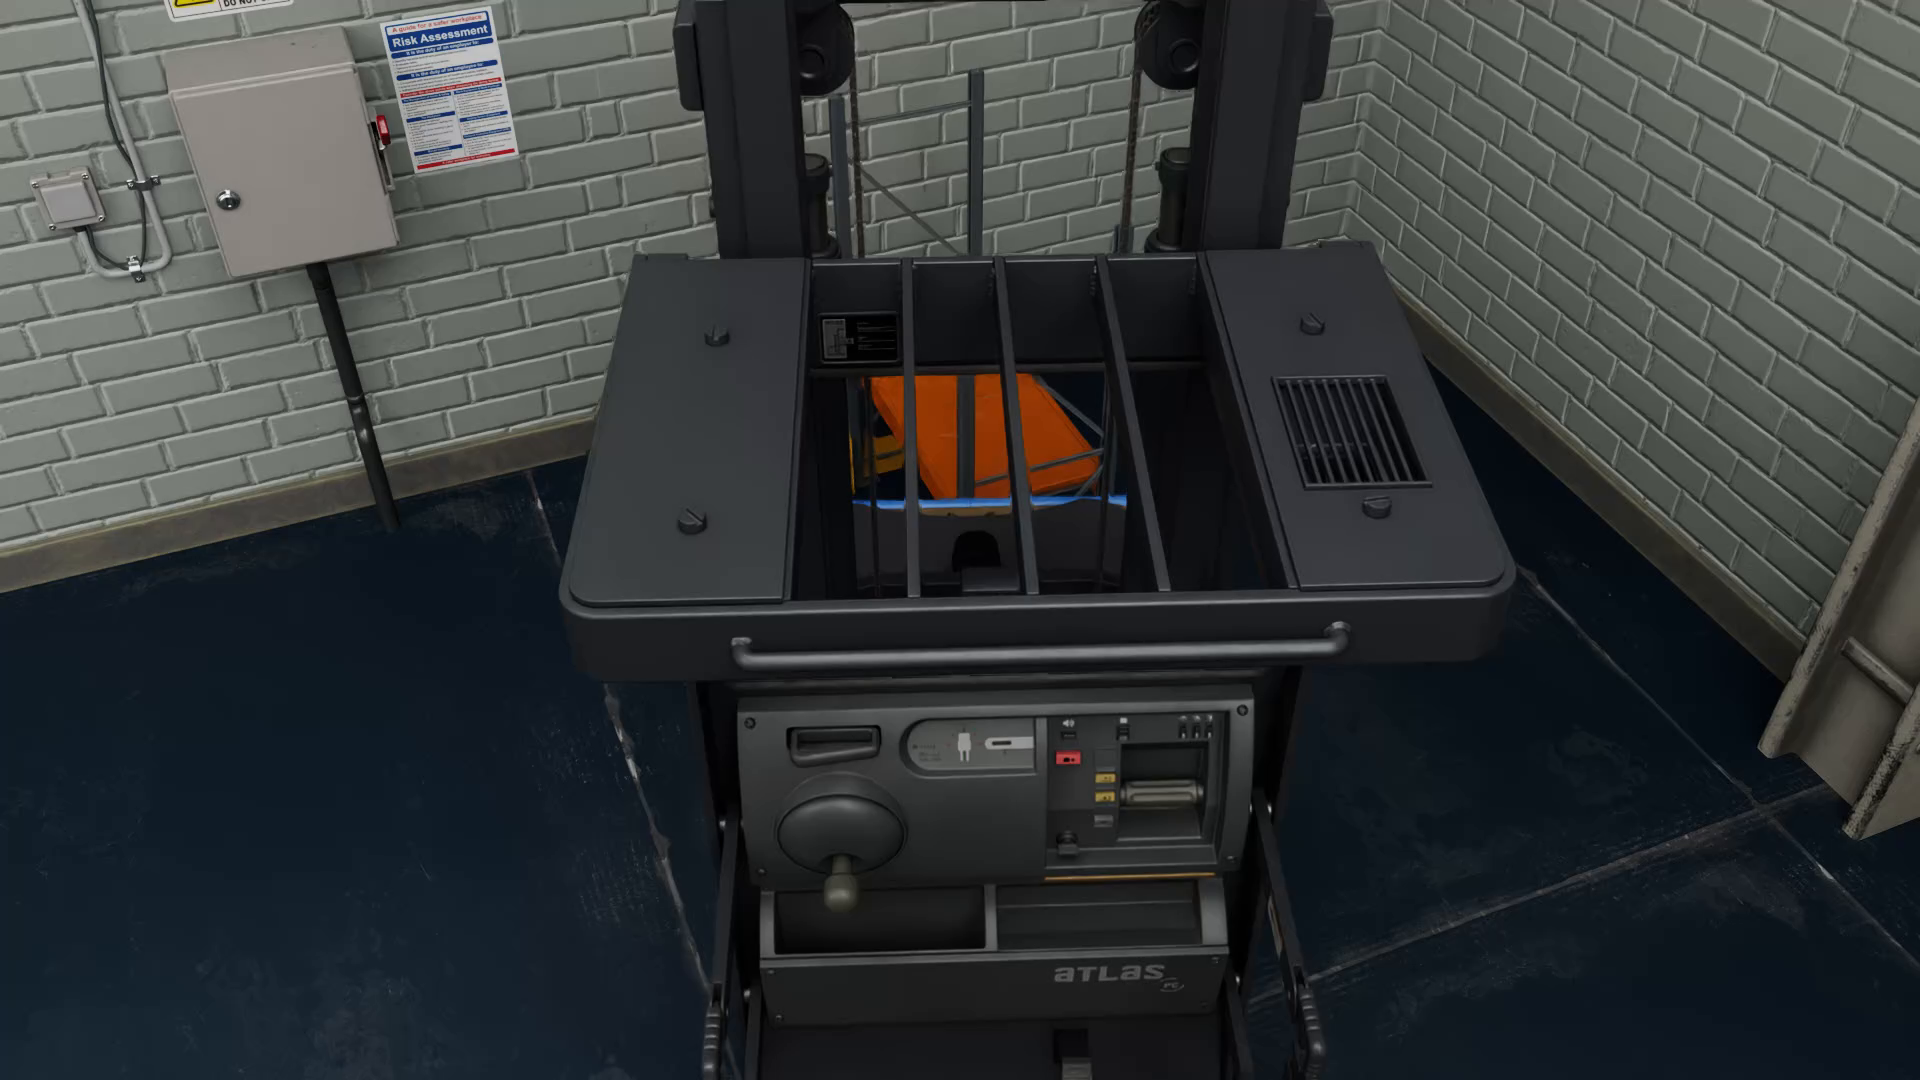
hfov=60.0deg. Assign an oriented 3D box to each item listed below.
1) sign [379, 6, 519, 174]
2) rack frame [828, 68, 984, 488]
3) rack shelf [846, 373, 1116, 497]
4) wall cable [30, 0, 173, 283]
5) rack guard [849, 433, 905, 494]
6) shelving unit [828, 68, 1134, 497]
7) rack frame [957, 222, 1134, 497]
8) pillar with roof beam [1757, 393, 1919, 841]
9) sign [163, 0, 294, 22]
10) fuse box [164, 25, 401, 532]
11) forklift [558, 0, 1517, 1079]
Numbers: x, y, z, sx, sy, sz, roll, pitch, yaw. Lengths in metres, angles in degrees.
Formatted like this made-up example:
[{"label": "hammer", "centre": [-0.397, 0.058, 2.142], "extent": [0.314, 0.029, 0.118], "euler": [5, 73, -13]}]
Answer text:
[{"label": "sign", "centre": [-1.568, -1.384, 5.131], "extent": [0.329, 0.494, 0.001], "euler": [-15, 43, -17]}, {"label": "rack frame", "centre": [-0.162, -0.823, 5.557], "extent": [0.500, 1.500, 0.032], "euler": [-15, 43, -17]}, {"label": "rack shelf", "centre": [0.033, -0.381, 5.319], "extent": [0.538, 0.185, 1.000], "euler": [-15, 43, -17]}, {"label": "wall cable", "centre": [-2.636, -1.481, 4.393], "extent": [0.588, 1.984, 0.122], "euler": [-15, 43, -17]}, {"label": "rack guard", "centre": [-0.161, -0.349, 5.964], "extent": [0.587, 0.250, 0.087], "euler": [-15, 43, -17]}, {"label": "shelving unit", "centre": [0.029, -0.523, 5.208], "extent": [0.587, 1.500, 1.083], "euler": [-15, 43, -17]}, {"label": "rack frame", "centre": [0.227, -0.211, 4.845], "extent": [0.500, 1.500, 0.032], "euler": [-15, 43, -17]}, {"label": "pillar with roof beam", "centre": [-1.354, -1.635, 0.749], "extent": [9.100, 9.000, 0.400], "euler": [-15, 43, -17]}, {"label": "sign", "centre": [-2.075, -1.596, 4.672], "extent": [0.339, 0.242, 0.001], "euler": [-15, 43, -17]}, {"label": "fuse box", "centre": [-1.945, -0.683, 5.232], "extent": [0.539, 1.711, 0.414], "euler": [-15, 43, -17]}, {"label": "forklift", "centre": [0.077, 0.550, 2.863], "extent": [1.130, 2.935, 3.031], "euler": [-1, 41, -2]}]
